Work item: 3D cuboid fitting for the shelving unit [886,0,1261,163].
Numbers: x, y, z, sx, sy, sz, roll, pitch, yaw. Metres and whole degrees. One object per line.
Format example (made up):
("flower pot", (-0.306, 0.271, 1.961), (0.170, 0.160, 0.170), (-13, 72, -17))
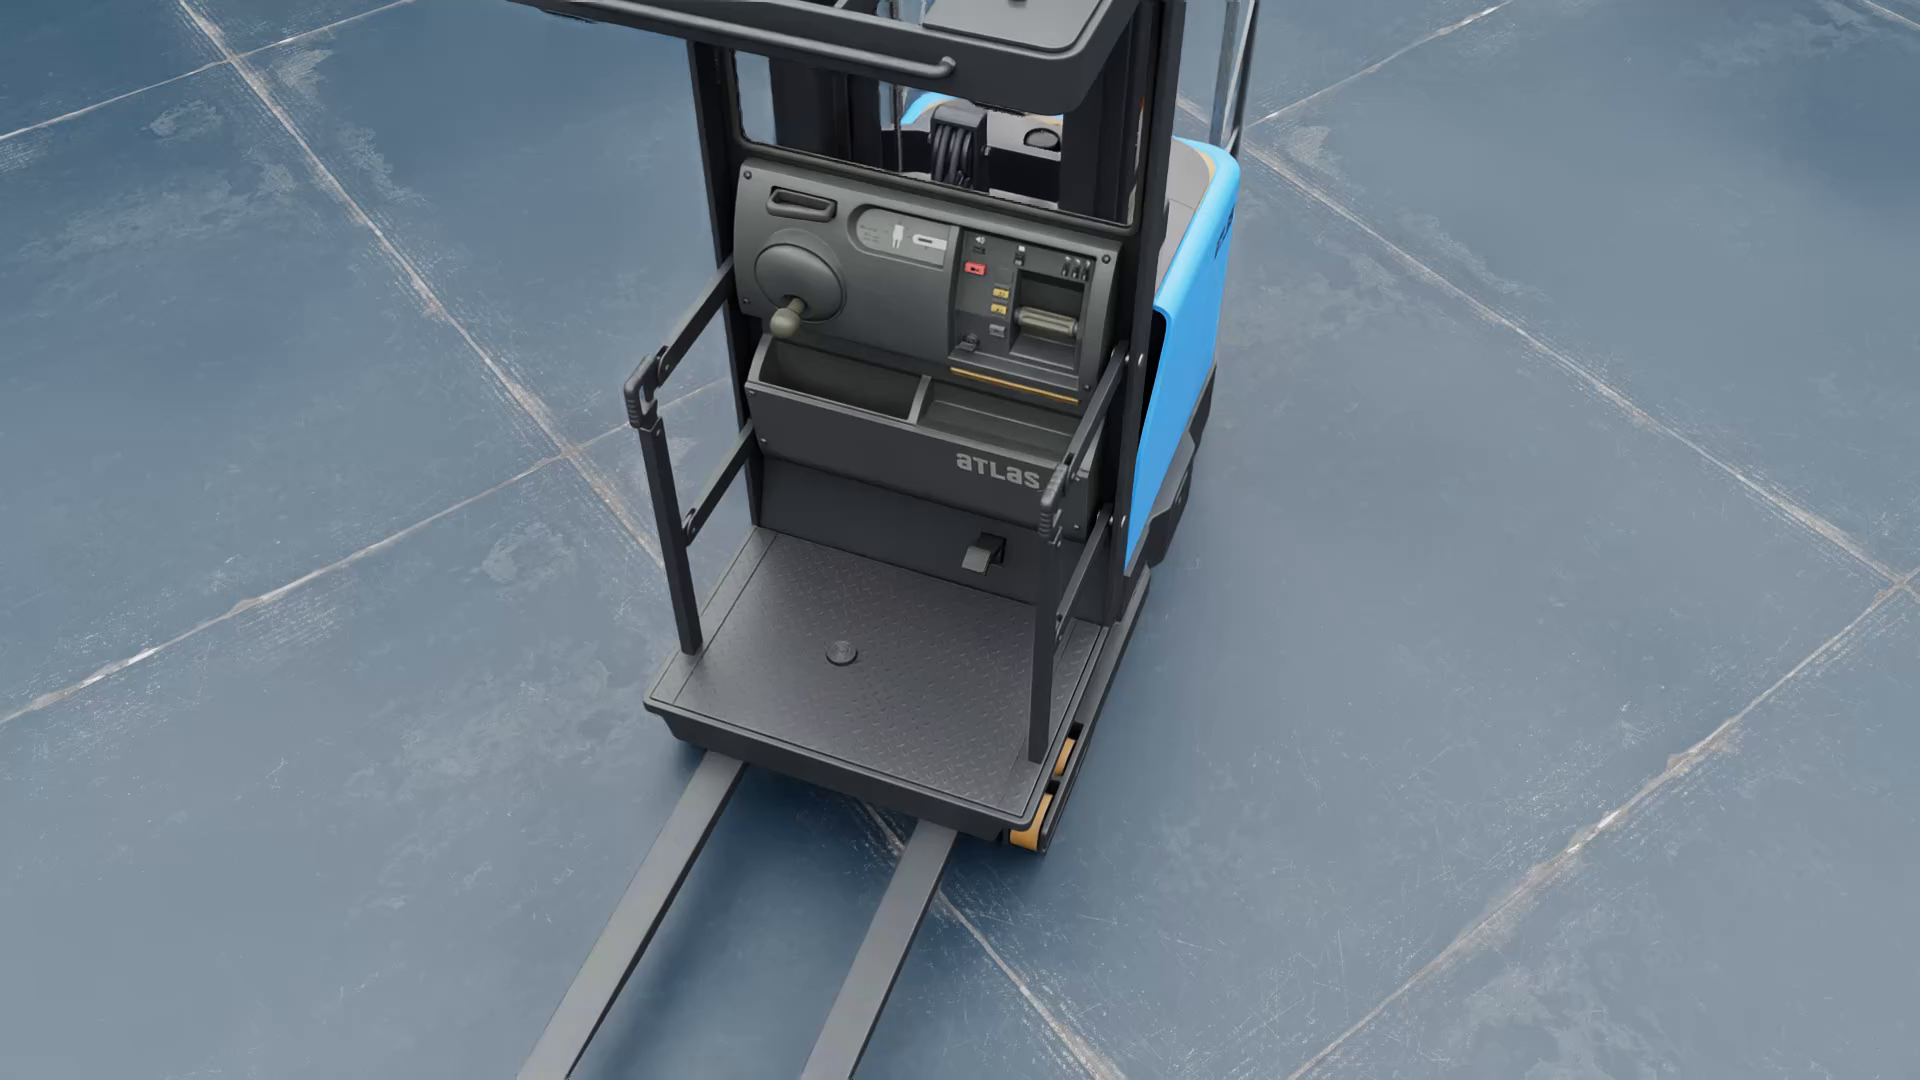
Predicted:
("shelving unit", (0.355, -1.308, 5.424), (1.048, 1.500, 0.538), (14, 49, 12))

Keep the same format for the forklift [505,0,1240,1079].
("forklift", (-0.169, -0.506, 3.731), (1.130, 2.935, 3.031), (16, 50, 14))

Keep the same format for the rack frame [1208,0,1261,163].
("rack frame", (0.836, -1.188, 5.314), (0.032, 1.500, 0.500), (14, 49, 12))

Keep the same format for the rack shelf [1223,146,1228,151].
("rack shelf", (0.355, -1.187, 5.557), (1.000, 0.185, 0.538), (14, 49, 12))

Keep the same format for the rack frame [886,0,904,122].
("rack frame", (-0.127, -1.429, 5.533), (0.032, 1.500, 0.500), (14, 49, 12))
